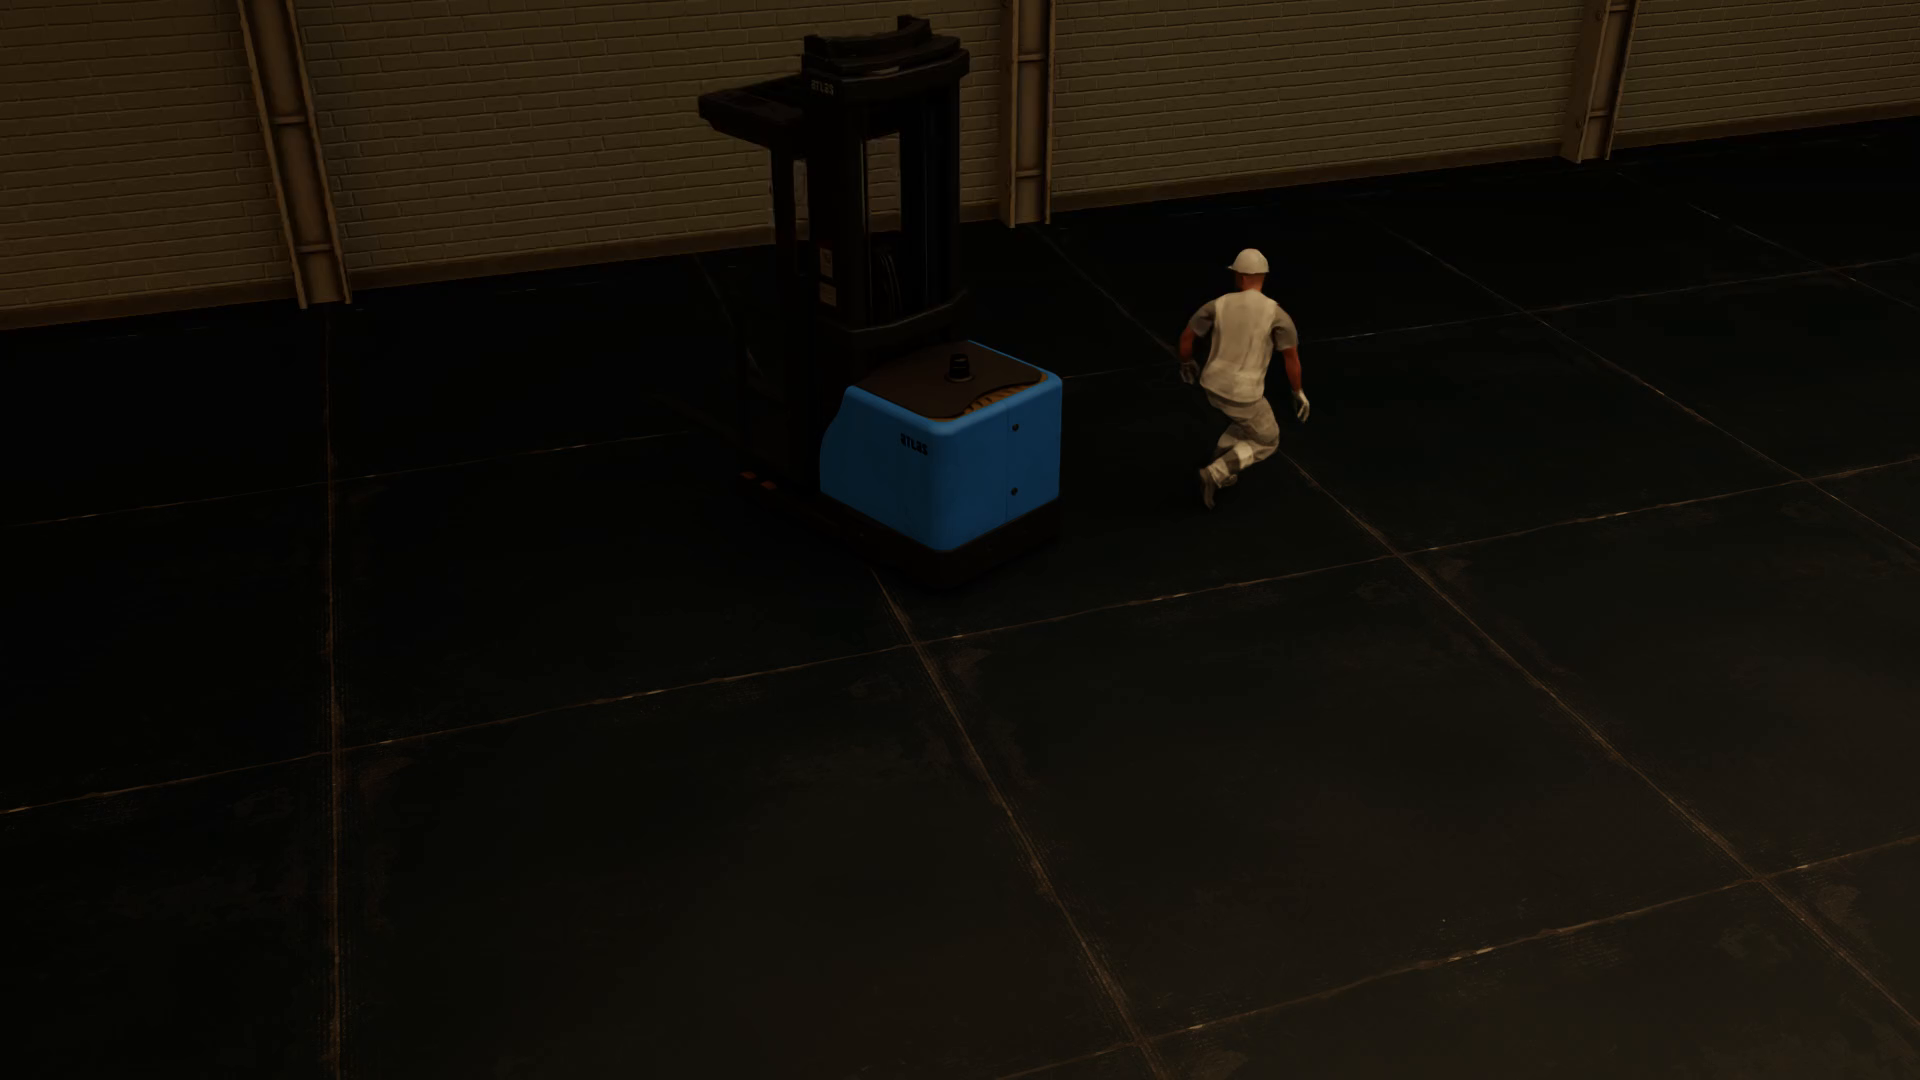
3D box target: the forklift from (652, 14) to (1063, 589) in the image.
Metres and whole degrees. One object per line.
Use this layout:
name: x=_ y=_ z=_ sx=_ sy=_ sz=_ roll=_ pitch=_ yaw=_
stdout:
forklift: x=-0.788 y=-1.631 z=9.922 sx=1.130 sy=2.935 sz=3.031 roll=-26 pitch=39 yaw=-37

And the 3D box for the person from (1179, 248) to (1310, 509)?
person: x=1.677 y=-0.960 z=10.146 sx=0.657 sy=1.567 sz=0.852 roll=-26 pitch=39 yaw=-37
